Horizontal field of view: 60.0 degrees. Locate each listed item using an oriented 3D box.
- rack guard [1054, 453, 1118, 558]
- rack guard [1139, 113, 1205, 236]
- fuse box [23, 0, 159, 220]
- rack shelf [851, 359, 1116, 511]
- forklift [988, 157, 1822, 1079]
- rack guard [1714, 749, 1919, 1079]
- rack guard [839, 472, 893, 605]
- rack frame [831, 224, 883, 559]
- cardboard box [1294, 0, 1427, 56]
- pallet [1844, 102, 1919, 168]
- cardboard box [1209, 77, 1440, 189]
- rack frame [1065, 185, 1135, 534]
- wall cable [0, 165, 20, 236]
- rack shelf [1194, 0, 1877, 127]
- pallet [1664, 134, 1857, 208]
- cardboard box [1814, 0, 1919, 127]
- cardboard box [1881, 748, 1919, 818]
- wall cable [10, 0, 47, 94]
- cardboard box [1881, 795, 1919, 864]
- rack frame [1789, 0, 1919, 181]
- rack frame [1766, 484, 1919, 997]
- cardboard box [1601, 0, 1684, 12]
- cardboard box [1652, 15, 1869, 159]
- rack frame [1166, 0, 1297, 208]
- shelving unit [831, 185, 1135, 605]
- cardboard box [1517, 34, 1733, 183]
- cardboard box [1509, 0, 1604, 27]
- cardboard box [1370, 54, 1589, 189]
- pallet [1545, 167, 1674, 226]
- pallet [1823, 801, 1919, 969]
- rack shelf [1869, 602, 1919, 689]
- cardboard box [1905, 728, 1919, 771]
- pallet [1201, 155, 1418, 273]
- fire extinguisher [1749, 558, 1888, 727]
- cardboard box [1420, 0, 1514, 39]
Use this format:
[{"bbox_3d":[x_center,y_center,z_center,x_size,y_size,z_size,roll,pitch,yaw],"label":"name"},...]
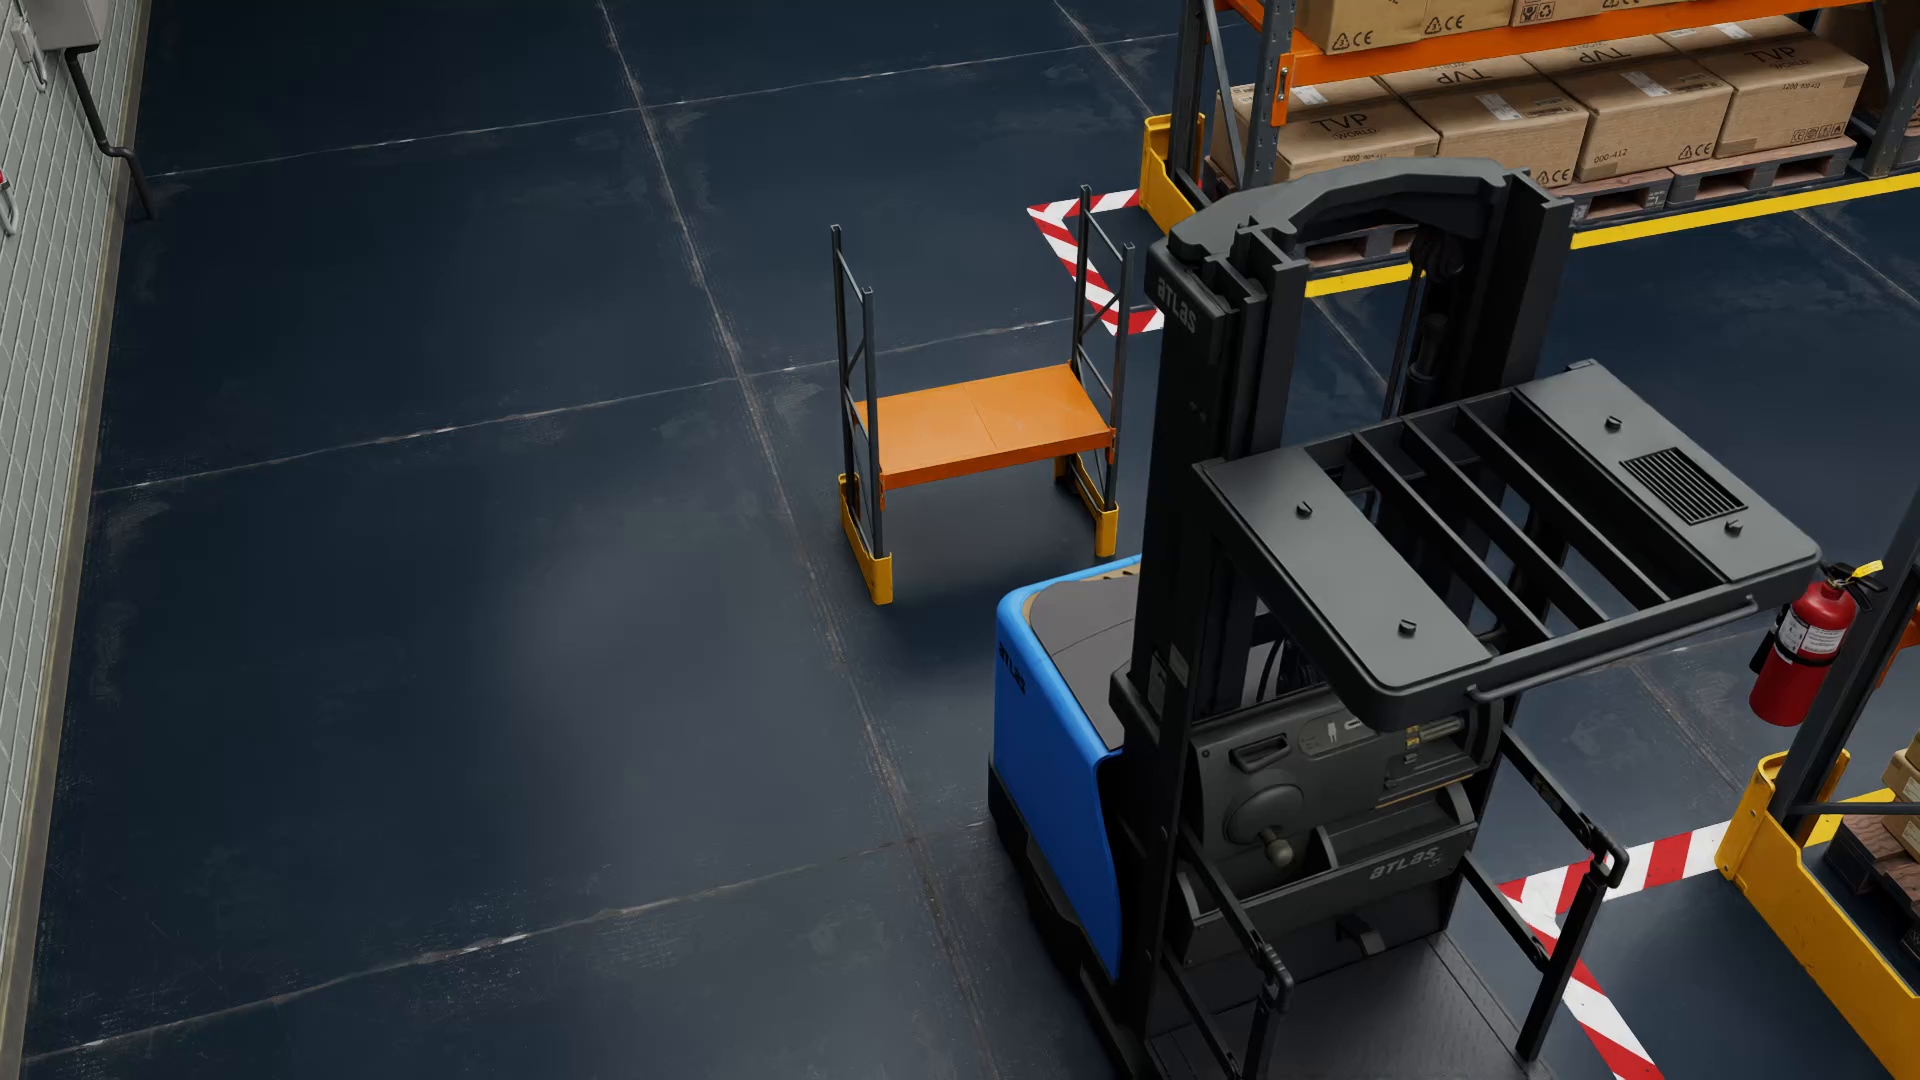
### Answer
[{"bbox_3d":[0.548,-0.208,7.298,0.087,0.250,0.587,-12,42,-13],"label":"rack guard"},{"bbox_3d":[1.336,-1.796,8.926,0.348,0.500,1.175,-12,42,-13],"label":"rack guard"},{"bbox_3d":[-4.504,-2.475,8.782,0.414,1.711,0.539,-12,42,-13],"label":"fuse box"},{"bbox_3d":[0.081,-0.446,6.894,1.000,0.185,0.538,-12,42,-13],"label":"rack shelf"},{"bbox_3d":[1.125,0.659,4.268,1.130,2.935,3.031,-15,43,-16],"label":"forklift"},{"bbox_3d":[3.015,1.271,5.416,0.348,0.500,1.175,-12,42,-13],"label":"rack guard"},{"bbox_3d":[-0.402,-0.011,7.072,0.087,0.250,0.587,-12,42,-13],"label":"rack guard"},{"bbox_3d":[-0.403,-0.481,6.661,0.032,1.500,0.500,-12,42,-13],"label":"rack frame"},{"bbox_3d":[1.903,-2.695,7.978,0.500,0.500,0.500,-12,43,-13],"label":"cardboard box"},{"bbox_3d":[5.888,-2.682,10.160,1.213,0.211,1.003,-12,42,-13],"label":"pallet"},{"bbox_3d":[1.959,-2.129,9.035,0.875,0.438,0.875,-13,43,-15],"label":"cardboard box"},{"bbox_3d":[0.566,-0.682,6.891,0.032,1.500,0.500,-12,42,-13],"label":"rack frame"},{"bbox_3d":[-4.012,-2.008,6.472,0.123,1.953,0.585,-12,42,-13],"label":"wall cable"},{"bbox_3d":[3.267,-2.867,8.798,4.000,0.370,1.077,-12,42,-13],"label":"rack shelf"},{"bbox_3d":[4.426,-2.381,9.815,1.213,0.211,1.003,-12,42,-13],"label":"pallet"},{"bbox_3d":[5.742,-3.063,9.772,0.875,0.875,0.875,-10,42,-12],"label":"cardboard box"},{"bbox_3d":[3.360,0.864,5.602,0.250,0.149,0.380,-13,43,-14],"label":"cardboard box"},{"bbox_3d":[-4.449,-2.883,7.498,0.122,1.984,0.588,-12,42,-13],"label":"wall cable"},{"bbox_3d":[3.382,1.025,5.645,0.250,0.149,0.380,-11,42,-12],"label":"cardboard box"},{"bbox_3d":[5.175,-3.533,9.014,0.127,3.000,1.000,-12,42,-13],"label":"rack frame"},{"bbox_3d":[2.943,0.344,4.576,0.127,3.000,1.000,-12,42,-13],"label":"rack frame"},{"bbox_3d":[3.341,-3.011,8.340,0.500,0.500,0.500,-10,42,-12],"label":"cardboard box"},{"bbox_3d":[4.543,-2.669,9.654,0.875,0.438,0.875,-12,43,-14],"label":"cardboard box"},{"bbox_3d":[1.359,-2.742,8.109,0.127,3.000,1.000,-12,42,-13],"label":"rack frame"},{"bbox_3d":[0.073,-0.580,6.774,1.083,1.500,0.587,-12,42,-13],"label":"shelving unit"},{"bbox_3d":[3.690,-2.492,9.451,0.875,0.438,0.875,-13,43,-14],"label":"cardboard box"},{"bbox_3d":[2.868,-2.901,8.215,0.500,0.500,0.500,-12,43,-13],"label":"cardboard box"},{"bbox_3d":[2.829,-2.315,9.248,0.875,0.438,0.875,-11,42,-12],"label":"cardboard box"},{"bbox_3d":[3.260,-2.138,9.537,1.213,0.211,1.003,-12,42,-13],"label":"pallet"},{"bbox_3d":[3.801,1.241,5.669,1.213,0.211,1.003,-12,42,-13],"label":"pallet"},{"bbox_3d":[4.850,0.220,5.265,4.000,0.370,1.077,-12,42,-13],"label":"rack shelf"},{"bbox_3d":[3.371,0.772,5.482,0.250,0.149,0.380,-11,42,-13],"label":"cardboard box"},{"bbox_3d":[2.098,-1.899,9.263,1.213,0.211,1.003,-12,42,-13],"label":"pallet"},{"bbox_3d":[2.564,0.274,4.999,0.183,0.674,0.296,-12,42,-13],"label":"fire extinguisher"},{"bbox_3d":[2.377,-2.812,8.113,0.500,0.500,0.500,-12,43,-14],"label":"cardboard box"}]
